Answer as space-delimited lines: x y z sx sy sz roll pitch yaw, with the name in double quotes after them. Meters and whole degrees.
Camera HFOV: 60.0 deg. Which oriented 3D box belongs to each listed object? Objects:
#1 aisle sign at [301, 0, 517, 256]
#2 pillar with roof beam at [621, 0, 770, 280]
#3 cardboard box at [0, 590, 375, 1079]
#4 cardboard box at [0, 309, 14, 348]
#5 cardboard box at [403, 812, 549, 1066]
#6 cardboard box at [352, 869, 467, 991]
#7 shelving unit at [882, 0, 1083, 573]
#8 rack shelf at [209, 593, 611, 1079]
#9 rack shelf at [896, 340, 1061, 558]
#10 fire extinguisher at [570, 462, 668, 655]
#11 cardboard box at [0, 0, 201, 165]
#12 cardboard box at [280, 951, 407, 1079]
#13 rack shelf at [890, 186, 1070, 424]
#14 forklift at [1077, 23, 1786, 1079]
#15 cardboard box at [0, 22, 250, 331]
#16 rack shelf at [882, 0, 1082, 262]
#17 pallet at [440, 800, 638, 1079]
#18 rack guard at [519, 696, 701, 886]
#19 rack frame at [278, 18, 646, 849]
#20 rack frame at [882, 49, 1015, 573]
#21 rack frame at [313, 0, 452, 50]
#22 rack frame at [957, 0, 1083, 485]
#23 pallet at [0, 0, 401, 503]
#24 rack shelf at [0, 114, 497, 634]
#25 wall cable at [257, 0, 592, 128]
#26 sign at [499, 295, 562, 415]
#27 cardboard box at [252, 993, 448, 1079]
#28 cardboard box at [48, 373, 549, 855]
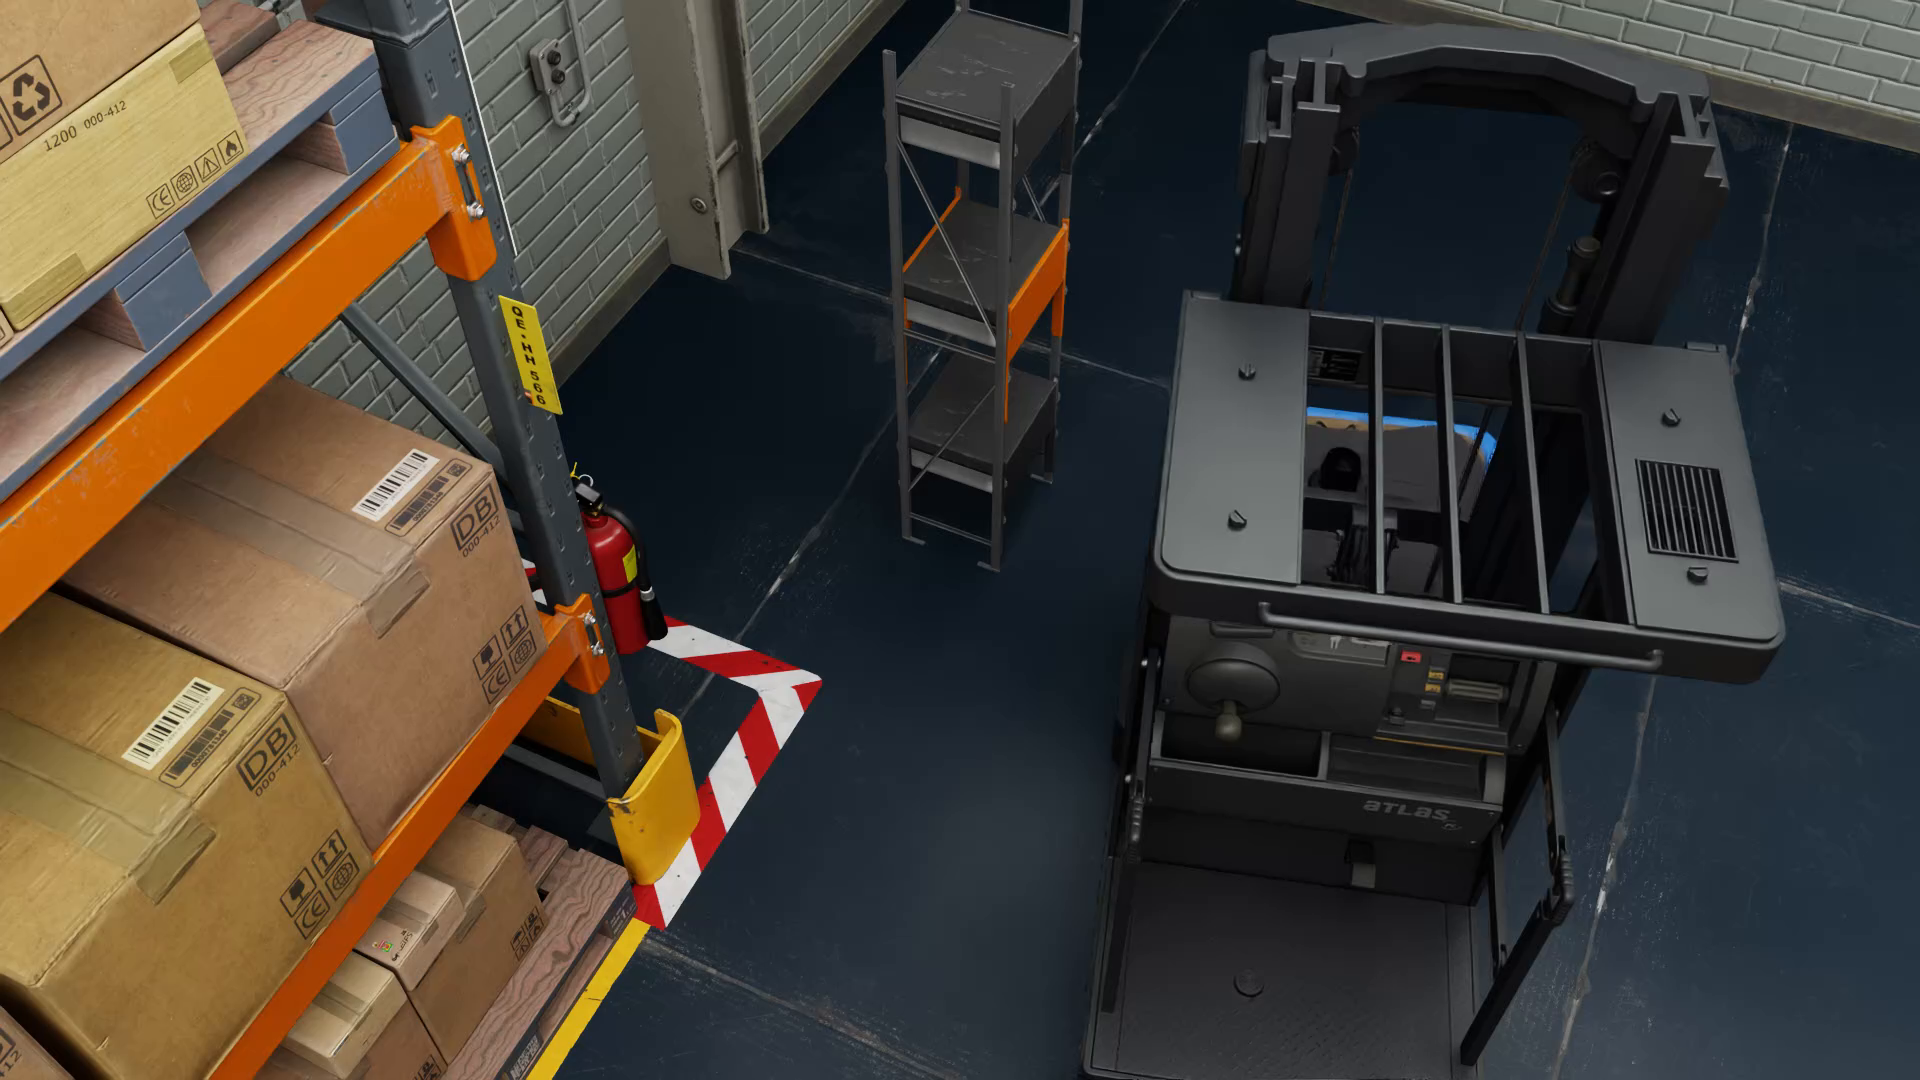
-1.142 -0.938 3.372 0.394 0.787 0.004 20 52 16 "aisle sign"
2.820 -2.828 2.747 9.100 9.000 0.400 20 52 16 "pillar with roof beam"
-1.954 0.618 3.557 0.980 0.700 0.700 19 52 16 "cardboard box"
-1.738 -0.286 2.311 0.500 0.250 0.500 18 52 15 "cardboard box"
-1.653 1.045 4.757 0.700 0.500 0.500 20 52 16 "cardboard box"
-1.543 0.982 4.384 0.380 0.149 0.250 19 52 16 "cardboard box"
0.071 -0.794 5.547 0.431 2.100 0.503 20 52 16 "shelving unit"
-2.299 1.467 3.505 1.077 0.370 4.000 20 52 16 "rack shelf"
0.071 -0.332 6.091 0.431 0.518 0.480 20 52 16 "rack shelf"
-0.962 0.049 4.535 0.296 0.674 0.183 20 52 16 "fire extinguisher"
-1.510 -0.886 2.329 0.500 0.500 0.500 20 52 16 "cardboard box"
-1.651 1.159 4.234 0.380 0.149 0.250 21 53 17 "cardboard box"
0.071 -0.786 5.558 0.431 0.518 0.480 20 52 16 "rack shelf"
0.945 0.444 3.948 1.130 2.935 3.031 7 50 6 "forklift"
-1.517 -0.645 2.617 0.500 0.250 0.500 21 53 17 "cardboard box"
0.071 -1.239 5.025 0.431 0.518 0.480 20 52 16 "rack shelf"
-1.715 1.336 4.975 1.003 0.211 1.213 20 52 16 "pallet"
-1.434 0.650 5.369 1.175 0.500 0.348 20 52 16 "rack guard"
-1.444 -0.144 4.403 1.000 3.000 0.127 20 52 16 "rack frame"
-0.034 -0.626 5.404 0.400 2.100 0.015 20 52 16 "rack frame"
-1.444 -2.088 2.118 1.000 3.000 0.127 20 52 16 "rack frame"
0.175 -0.962 5.690 0.400 2.100 0.015 20 52 16 "rack frame"
-1.752 -0.573 2.856 1.003 0.211 1.213 20 52 16 "pallet"
-2.299 0.495 2.362 1.077 0.370 4.000 20 52 16 "rack shelf"
-1.752 -1.662 5.028 0.084 1.984 1.851 20 52 16 "wall cable"
-0.959 -0.409 3.713 0.100 0.325 0.005 20 52 16 "sign"
-1.867 1.390 4.464 0.700 0.500 0.500 20 52 16 "cardboard box"
-1.653 0.114 3.987 0.980 0.700 0.700 22 53 18 "cardboard box"
